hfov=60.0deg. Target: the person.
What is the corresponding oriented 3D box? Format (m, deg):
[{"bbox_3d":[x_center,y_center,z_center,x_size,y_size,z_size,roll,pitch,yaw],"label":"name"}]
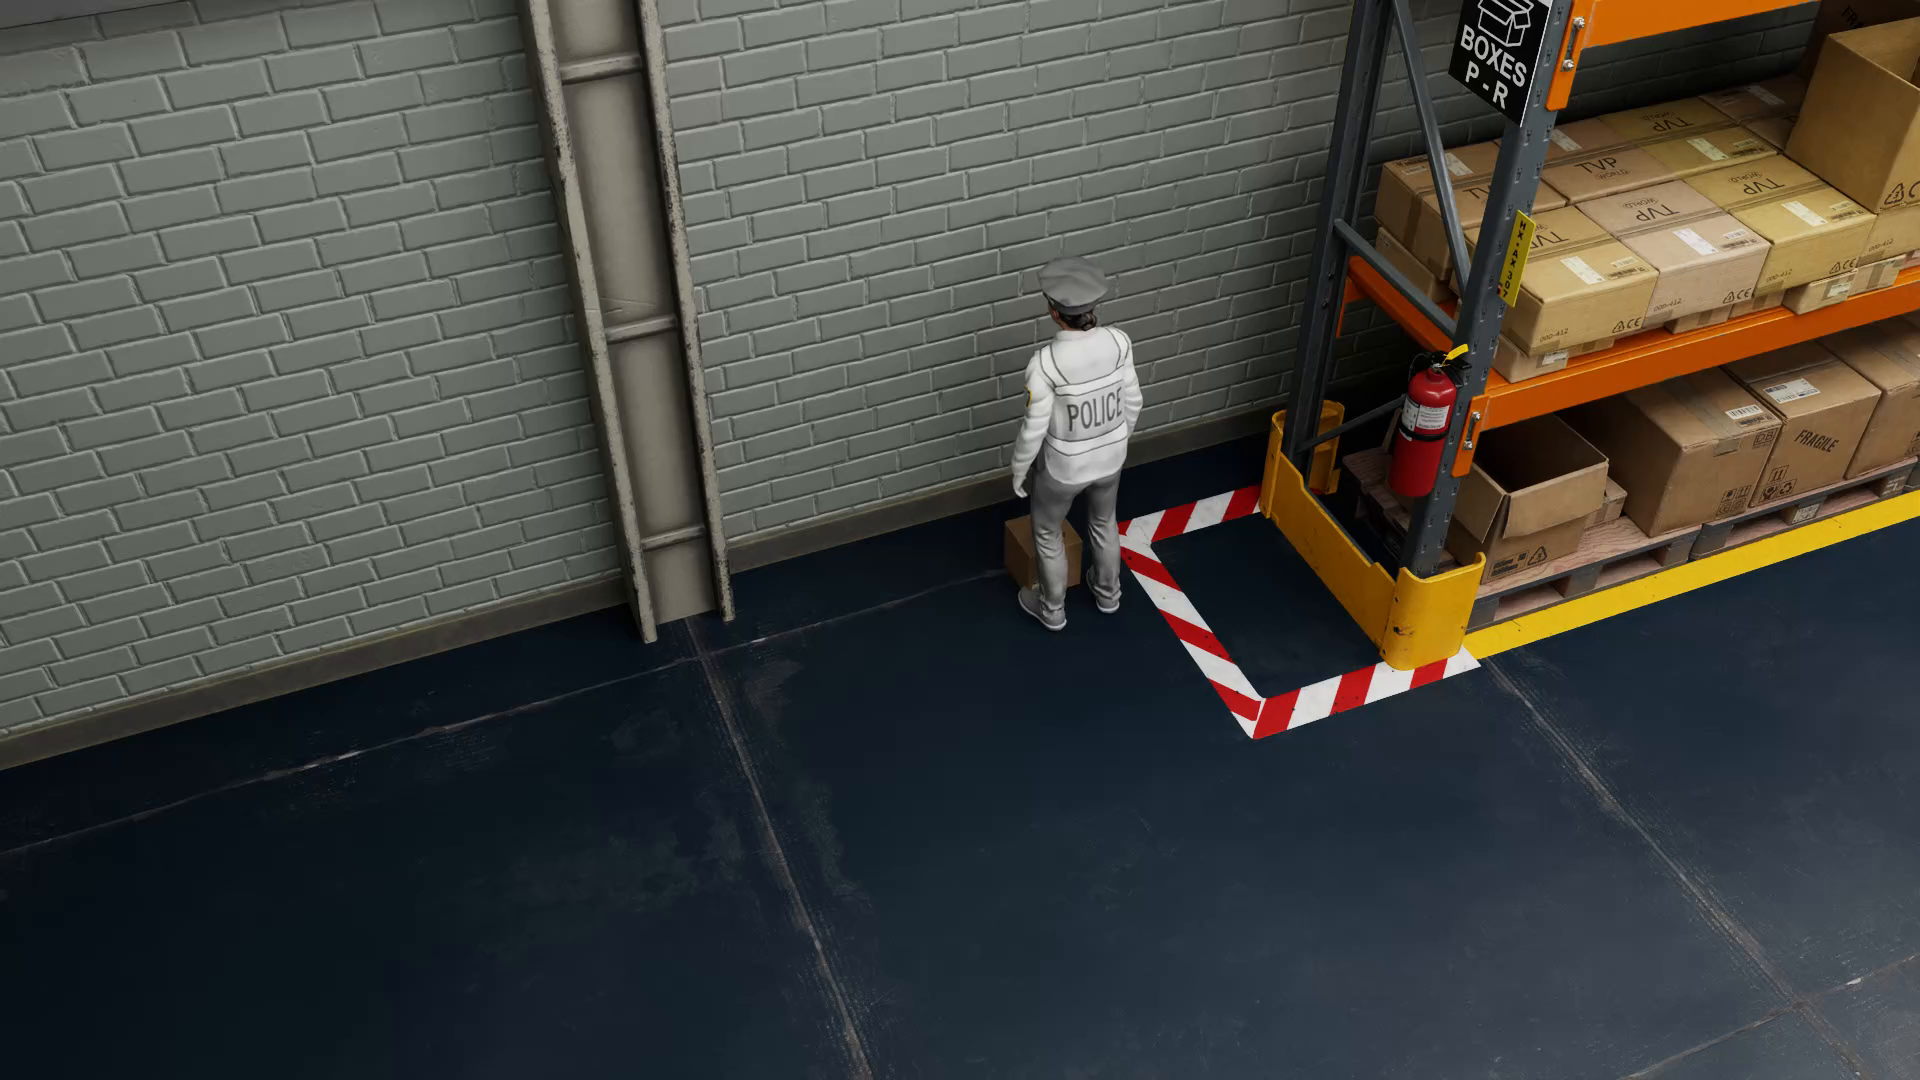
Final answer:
[{"bbox_3d":[0.449,-0.323,6.513,0.547,1.666,0.370,-18,45,-19],"label":"person"}]
